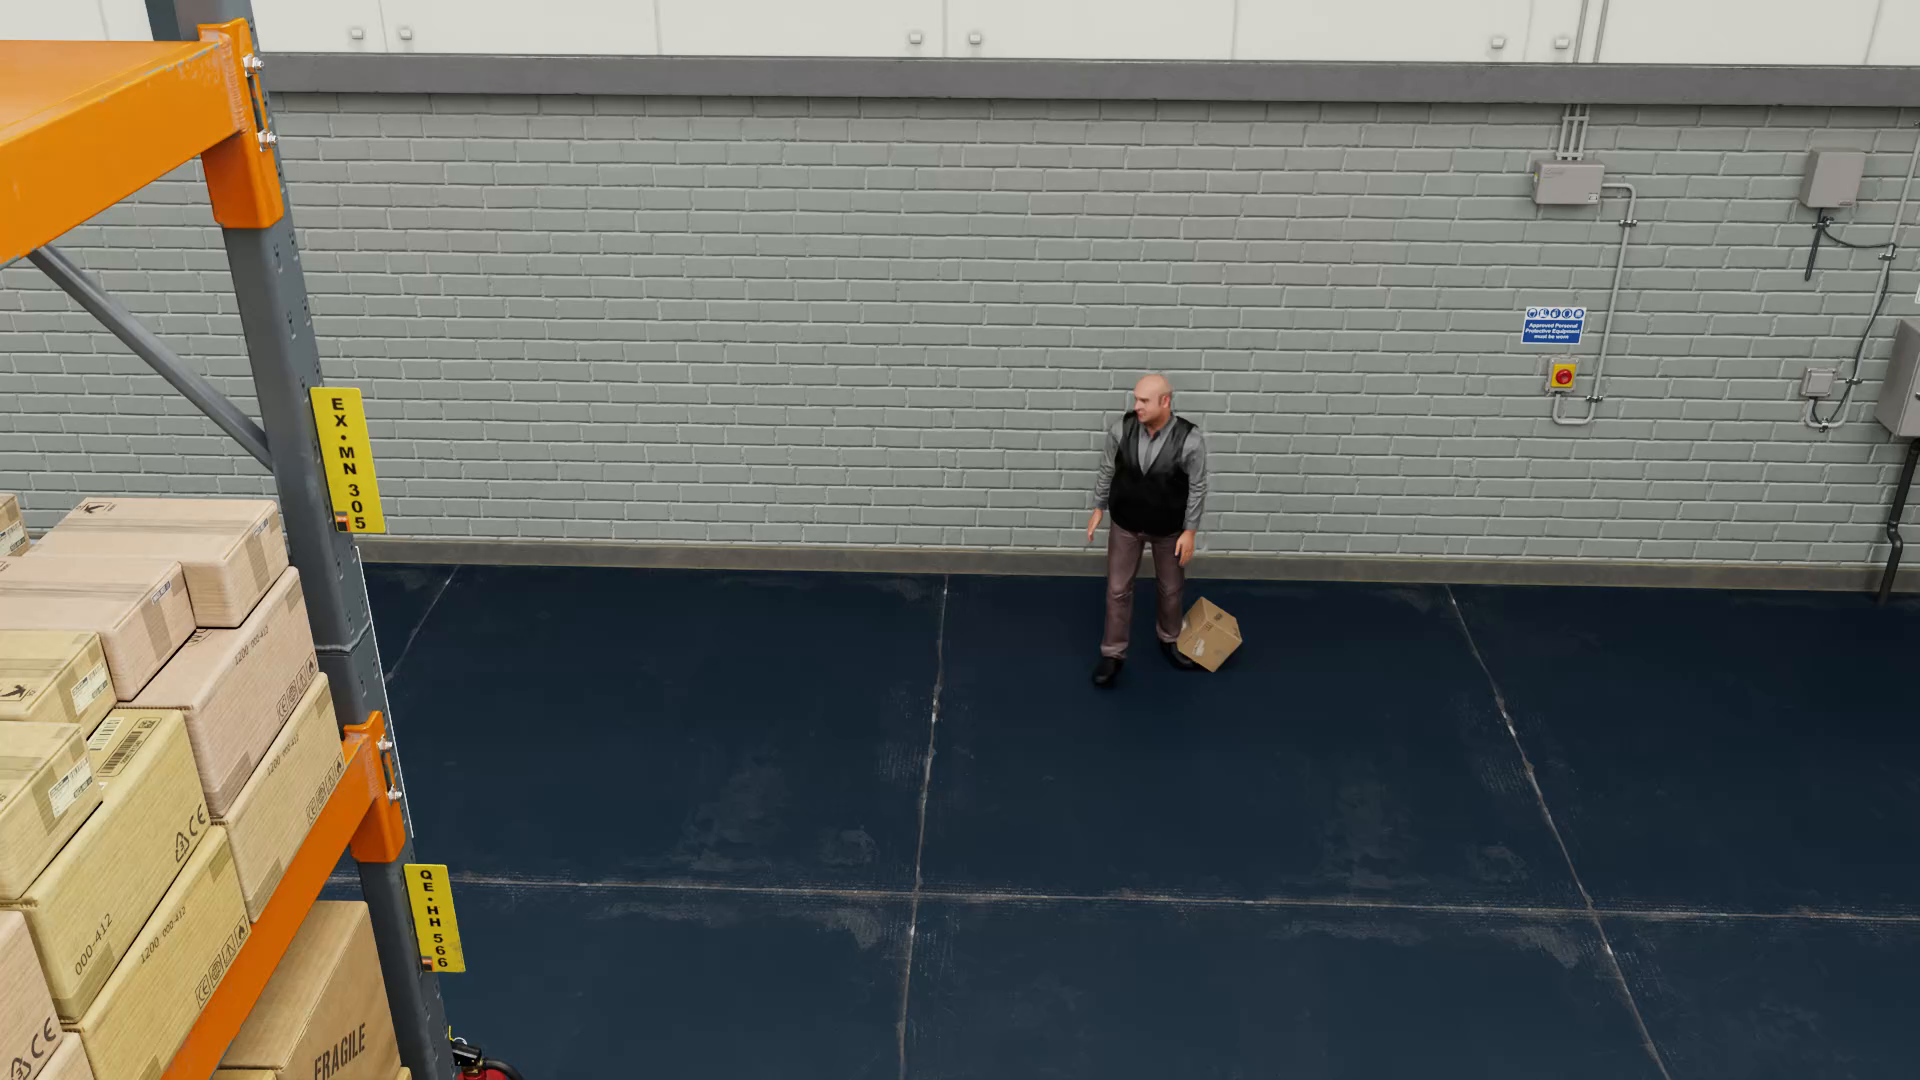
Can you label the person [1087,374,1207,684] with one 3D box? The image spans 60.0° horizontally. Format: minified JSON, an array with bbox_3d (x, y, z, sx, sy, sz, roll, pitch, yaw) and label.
[{"bbox_3d":[0.970,-0.064,8.723,0.621,1.719,0.587,9,29,16],"label":"person"}]
